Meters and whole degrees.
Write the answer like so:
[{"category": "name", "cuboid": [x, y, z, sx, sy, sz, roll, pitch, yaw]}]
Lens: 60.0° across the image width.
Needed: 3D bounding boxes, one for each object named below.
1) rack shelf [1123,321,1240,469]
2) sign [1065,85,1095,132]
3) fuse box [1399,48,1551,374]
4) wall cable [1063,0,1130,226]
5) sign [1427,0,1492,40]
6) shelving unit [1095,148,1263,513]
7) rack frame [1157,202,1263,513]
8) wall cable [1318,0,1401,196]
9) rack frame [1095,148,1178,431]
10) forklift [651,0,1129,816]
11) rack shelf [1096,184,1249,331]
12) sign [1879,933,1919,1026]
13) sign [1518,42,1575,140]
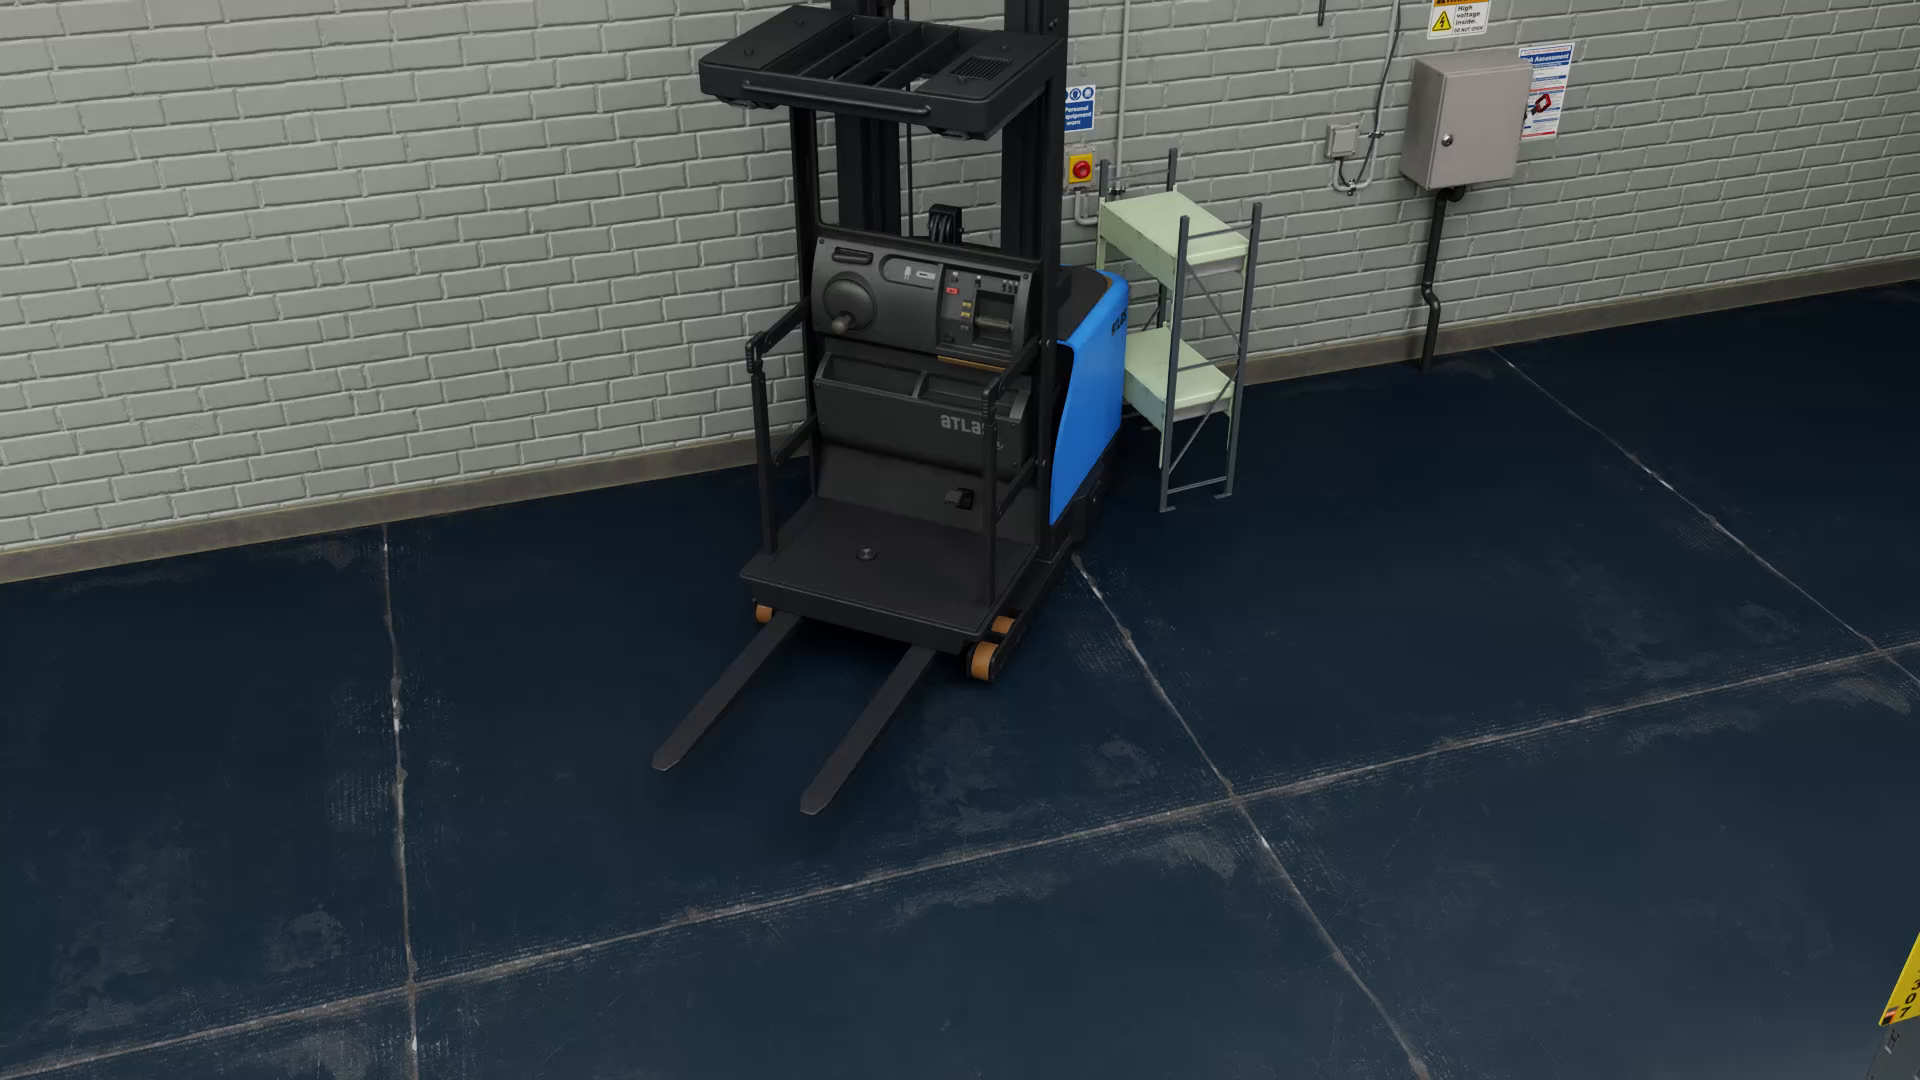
[{"category": "rack shelf", "cuboid": [0.984, -0.715, 8.063, 0.431, 0.370, 0.720, -14, 36, -20]}, {"category": "sign", "cuboid": [0.483, -2.028, 7.854, 0.327, 0.218, 0.001, -10, 35, -15]}, {"category": "fuse box", "cuboid": [2.592, -1.631, 8.666, 0.539, 1.711, 0.414, -10, 35, -15]}, {"category": "wall cable", "cuboid": [0.547, -2.328, 7.603, 0.585, 1.953, 0.123, -10, 35, -15]}, {"category": "sign", "cuboid": [2.477, -2.612, 8.233, 0.339, 0.242, 0.001, -10, 35, -15]}, {"category": "shelving unit", "cuboid": [0.984, -0.987, 7.883, 0.431, 1.500, 0.755, -14, 36, -20]}, {"category": "rack frame", "cuboid": [1.132, -0.802, 7.604, 0.400, 1.500, 0.023, -14, 36, -20]}, {"category": "wall cable", "cuboid": [1.895, -2.560, 7.982, 0.588, 1.984, 0.122, -10, 35, -15]}, {"category": "rack frame", "cuboid": [0.836, -1.171, 8.162, 0.400, 1.500, 0.023, -14, 36, -20]}, {"category": "forklift", "cuboid": [-0.241, -0.905, 6.461, 1.130, 2.935, 3.031, 13, 36, 19]}, {"category": "rack shelf", "cuboid": [0.984, -1.312, 7.668, 0.431, 0.370, 0.720, -14, 36, -20]}, {"category": "sign", "cuboid": [1.759, 0.761, 3.020, 0.100, 0.325, 0.005, -10, 35, -15]}, {"category": "sign", "cuboid": [3.000, -2.320, 8.627, 0.329, 0.494, 0.001, -10, 35, -15]}]
